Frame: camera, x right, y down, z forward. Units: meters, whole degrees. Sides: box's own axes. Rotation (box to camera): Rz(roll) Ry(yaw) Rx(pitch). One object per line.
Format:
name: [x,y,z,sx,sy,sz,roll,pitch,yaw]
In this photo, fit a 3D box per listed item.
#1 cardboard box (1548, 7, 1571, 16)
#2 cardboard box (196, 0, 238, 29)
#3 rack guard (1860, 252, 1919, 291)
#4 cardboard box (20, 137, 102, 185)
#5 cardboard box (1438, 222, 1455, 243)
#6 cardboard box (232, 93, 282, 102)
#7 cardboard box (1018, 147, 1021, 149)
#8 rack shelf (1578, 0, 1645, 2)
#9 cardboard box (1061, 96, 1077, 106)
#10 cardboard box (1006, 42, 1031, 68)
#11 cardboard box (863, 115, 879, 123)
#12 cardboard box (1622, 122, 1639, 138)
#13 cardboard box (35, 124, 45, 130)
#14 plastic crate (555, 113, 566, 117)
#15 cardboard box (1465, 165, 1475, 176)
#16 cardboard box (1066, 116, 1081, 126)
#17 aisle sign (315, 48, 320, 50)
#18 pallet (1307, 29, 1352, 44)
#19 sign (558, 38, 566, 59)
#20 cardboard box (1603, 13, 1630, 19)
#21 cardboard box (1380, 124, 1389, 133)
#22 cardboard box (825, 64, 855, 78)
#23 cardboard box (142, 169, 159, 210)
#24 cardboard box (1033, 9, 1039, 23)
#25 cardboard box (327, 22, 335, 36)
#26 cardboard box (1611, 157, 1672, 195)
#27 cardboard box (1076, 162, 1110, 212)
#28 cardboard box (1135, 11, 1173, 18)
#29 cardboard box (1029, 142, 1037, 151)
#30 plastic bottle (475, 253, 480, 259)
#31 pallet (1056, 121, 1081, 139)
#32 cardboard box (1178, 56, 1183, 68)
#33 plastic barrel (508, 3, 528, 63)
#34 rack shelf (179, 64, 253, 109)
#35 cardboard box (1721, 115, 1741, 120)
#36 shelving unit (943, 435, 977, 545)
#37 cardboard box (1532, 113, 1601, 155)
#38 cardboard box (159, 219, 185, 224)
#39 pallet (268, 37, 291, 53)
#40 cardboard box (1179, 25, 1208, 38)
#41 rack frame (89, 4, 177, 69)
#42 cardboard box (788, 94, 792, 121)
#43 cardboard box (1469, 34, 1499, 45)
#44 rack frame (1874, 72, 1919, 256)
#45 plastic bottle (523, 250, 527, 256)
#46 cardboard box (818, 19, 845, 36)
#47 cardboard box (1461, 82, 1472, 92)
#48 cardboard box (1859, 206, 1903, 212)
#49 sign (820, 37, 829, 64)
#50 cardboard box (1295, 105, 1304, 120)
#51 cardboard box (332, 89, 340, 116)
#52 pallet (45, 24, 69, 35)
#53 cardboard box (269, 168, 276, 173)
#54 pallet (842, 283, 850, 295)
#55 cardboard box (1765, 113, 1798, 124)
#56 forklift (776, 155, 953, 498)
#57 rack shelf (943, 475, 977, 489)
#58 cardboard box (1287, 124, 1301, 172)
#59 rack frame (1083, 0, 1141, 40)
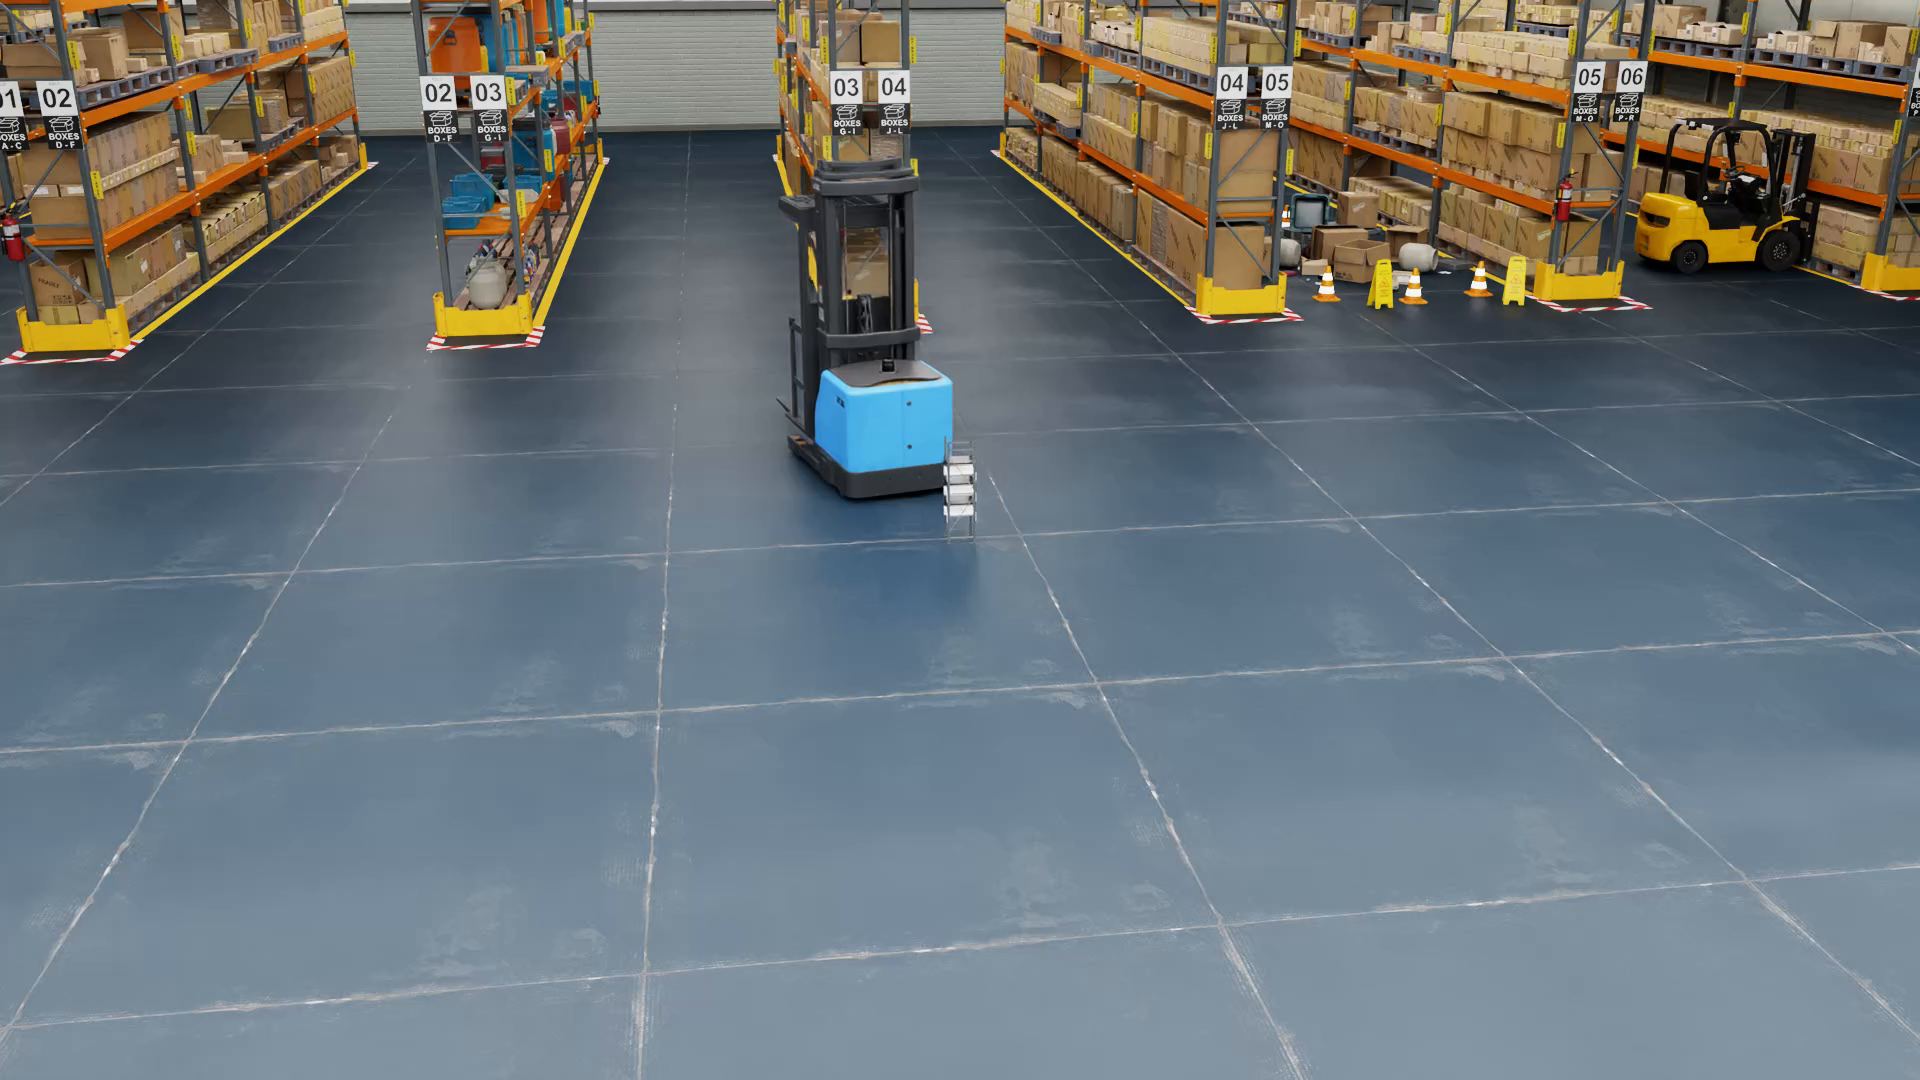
cardboard box: [11.716,-10.309,32.434,0.380,0.149,0.250,-3,21,-7]
cardboard box: [-12.148,-8.644,27.213,0.500,0.500,0.500,-3,21,-8]
rack guard: [13.587,-3.873,23.871,1.175,0.500,0.348,-3,21,-8]
cardboard box: [-11.000,-4.637,20.348,0.700,0.500,0.500,-3,21,-8]
cardboard box: [7.913,-4.876,26.314,0.500,0.250,0.500,-4,21,-10]
cardboard box: [-12.659,-7.790,30.044,0.700,0.500,0.500,0,20,1]
cardboard box: [1.461,-8.369,35.812,0.380,0.149,0.250,-3,21,-8]
rack shelf: [8.384,-7.965,23.713,1.077,0.370,4.000,-3,21,-8]
cardboard box: [2.039,-7.968,30.170,0.380,0.149,0.250,-2,21,-6]
cardboard box: [1.284,-10.541,36.155,0.500,0.500,0.500,-3,21,-8]
cardboard box: [-1.083,-5.506,22.673,0.500,0.500,0.500,-3,21,-8]
cardboard box: [12.320,-7.411,29.987,0.500,0.250,0.500,-3,21,-9]
cardboard box: [-17.631,-8.035,31.014,0.980,0.700,0.700,-3,21,-7]
plastic crate: [-7.691,-8.278,32.385,0.396,0.136,0.243,-3,21,-8]
cardboard box: [7.981,-5.680,25.495,0.380,0.149,0.250,-2,21,-6]
cardboard box: [2.109,-7.512,29.801,0.380,0.149,0.250,-3,21,-7]
aisle sign: [-13.545,-10.569,34.510,0.394,0.787,0.004,-3,21,-8]
pallet: [7.209,-9.494,31.332,1.003,0.211,1.213,-2,21,-5]
sign: [-6.645,-8.207,27.765,0.100,0.325,0.005,-3,21,-8]
cardboard box: [12.155,-9.683,30.788,0.380,0.149,0.250,-4,21,-10]
cardboard box: [7.514,-7.155,28.845,0.380,0.149,0.250,-2,21,-5]
cardboard box: [-1.553,-6.088,21.586,0.380,0.149,0.250,-4,21,-10]
cardboard box: [-11.293,-4.725,22.436,0.700,0.500,0.500,-3,21,-7]
cardboard box: [1.740,-10.387,32.951,0.500,0.250,0.500,-4,21,-10]
cardboard box: [-12.763,-10.166,33.075,0.500,0.250,0.500,-3,21,-8]
cardboard box: [12.507,-6.690,30.634,0.875,0.625,0.625,-2,21,-6]
cardboard box: [2.634,-6.213,29.179,1.050,0.750,0.750,-3,21,-8]
cardboard box: [3.163,-8.393,27.229,0.500,0.500,0.500,-3,21,-8]
cardboard box: [1.631,-8.093,34.221,0.380,0.149,0.250,-3,21,-8]
plastic bottle: [-6.818,-3.888,23.496,0.144,0.351,0.185,-3,21,-8]
pallet: [2.427,-7.437,30.116,1.213,0.211,1.003,-3,21,-8]
cardboard box: [3.222,-6.585,22.888,0.380,0.149,0.250,-3,21,-7]
plastic barrel: [-7.285,-8.165,26.788,0.600,0.901,0.600,0,20,0]
rack shelf: [-11.803,-6.948,25.272,1.077,0.370,4.000,-3,21,-8]
cardboard box: [12.738,-6.895,27.319,0.380,0.149,0.250,-2,21,-6]
shelving unit: [-0.001,-0.424,14.066,0.258,0.900,0.210,-3,21,-8]
cardboard box: [8.382,-5.621,22.981,0.700,0.500,0.500,-3,21,-9]
cardboard box: [-11.938,-4.664,24.945,0.500,0.311,0.500,-2,21,-6]
pallet: [-12.490,-8.686,29.166,1.213,0.211,1.003,-3,21,-8]
cardboard box: [3.221,-6.960,22.753,0.380,0.149,0.250,-3,21,-9]
rack frame: [-11.514,-7.998,22.768,1.000,3.000,0.127,-3,21,-8]
cardboard box: [-3.045,-8.330,32.090,0.500,0.500,0.500,-3,21,-8]
cardboard box: [7.913,-7.540,25.050,0.380,0.149,0.250,-4,21,-10]
rack frame: [13.583,-5.052,23.456,1.000,3.000,0.127,-3,21,-8]
plastic bottle: [-6.349,-4.075,24.103,0.152,0.276,0.135,-3,21,-8]
cardboard box: [-1.817,-7.830,25.858,0.797,0.503,0.637,-2,21,-6]
cardboard box: [11.320,-9.964,36.397,0.500,0.250,0.500,-3,21,-9]
cardboard box: [13.626,-4.778,24.622,0.500,0.250,0.500,-3,21,-8]
sign: [-1.686,-6.100,20.707,0.100,0.325,0.005,-3,21,-8]
cardboard box: [6.879,-8.362,32.532,0.500,0.250,0.500,-3,21,-8]
cardboard box: [-12.693,-8.721,33.135,0.500,0.500,0.500,-3,21,-9]
pallet: [-17.849,-9.775,31.940,1.003,0.211,1.213,-3,21,-8]
cardboard box: [-12.686,-6.455,30.155,0.500,0.500,0.500,-3,21,-7]
pallet: [-1.227,-3.304,22.760,1.003,0.211,1.213,-3,21,-8]
cardboard box: [12.932,-6.628,26.180,0.380,0.149,0.250,-3,21,-9]
forklift: [-1.069,-2.230,15.998,1.130,2.935,3.031,-8,22,-20]
rack shelf: [-0.001,-0.477,14.046,0.258,0.077,0.200,-3,21,-8]
cardboard box: [7.111,-7.946,33.640,0.875,0.875,0.875,-2,21,-6]
rack frame: [2.635,-10.096,28.386,1.000,3.000,0.127,-3,21,-8]
